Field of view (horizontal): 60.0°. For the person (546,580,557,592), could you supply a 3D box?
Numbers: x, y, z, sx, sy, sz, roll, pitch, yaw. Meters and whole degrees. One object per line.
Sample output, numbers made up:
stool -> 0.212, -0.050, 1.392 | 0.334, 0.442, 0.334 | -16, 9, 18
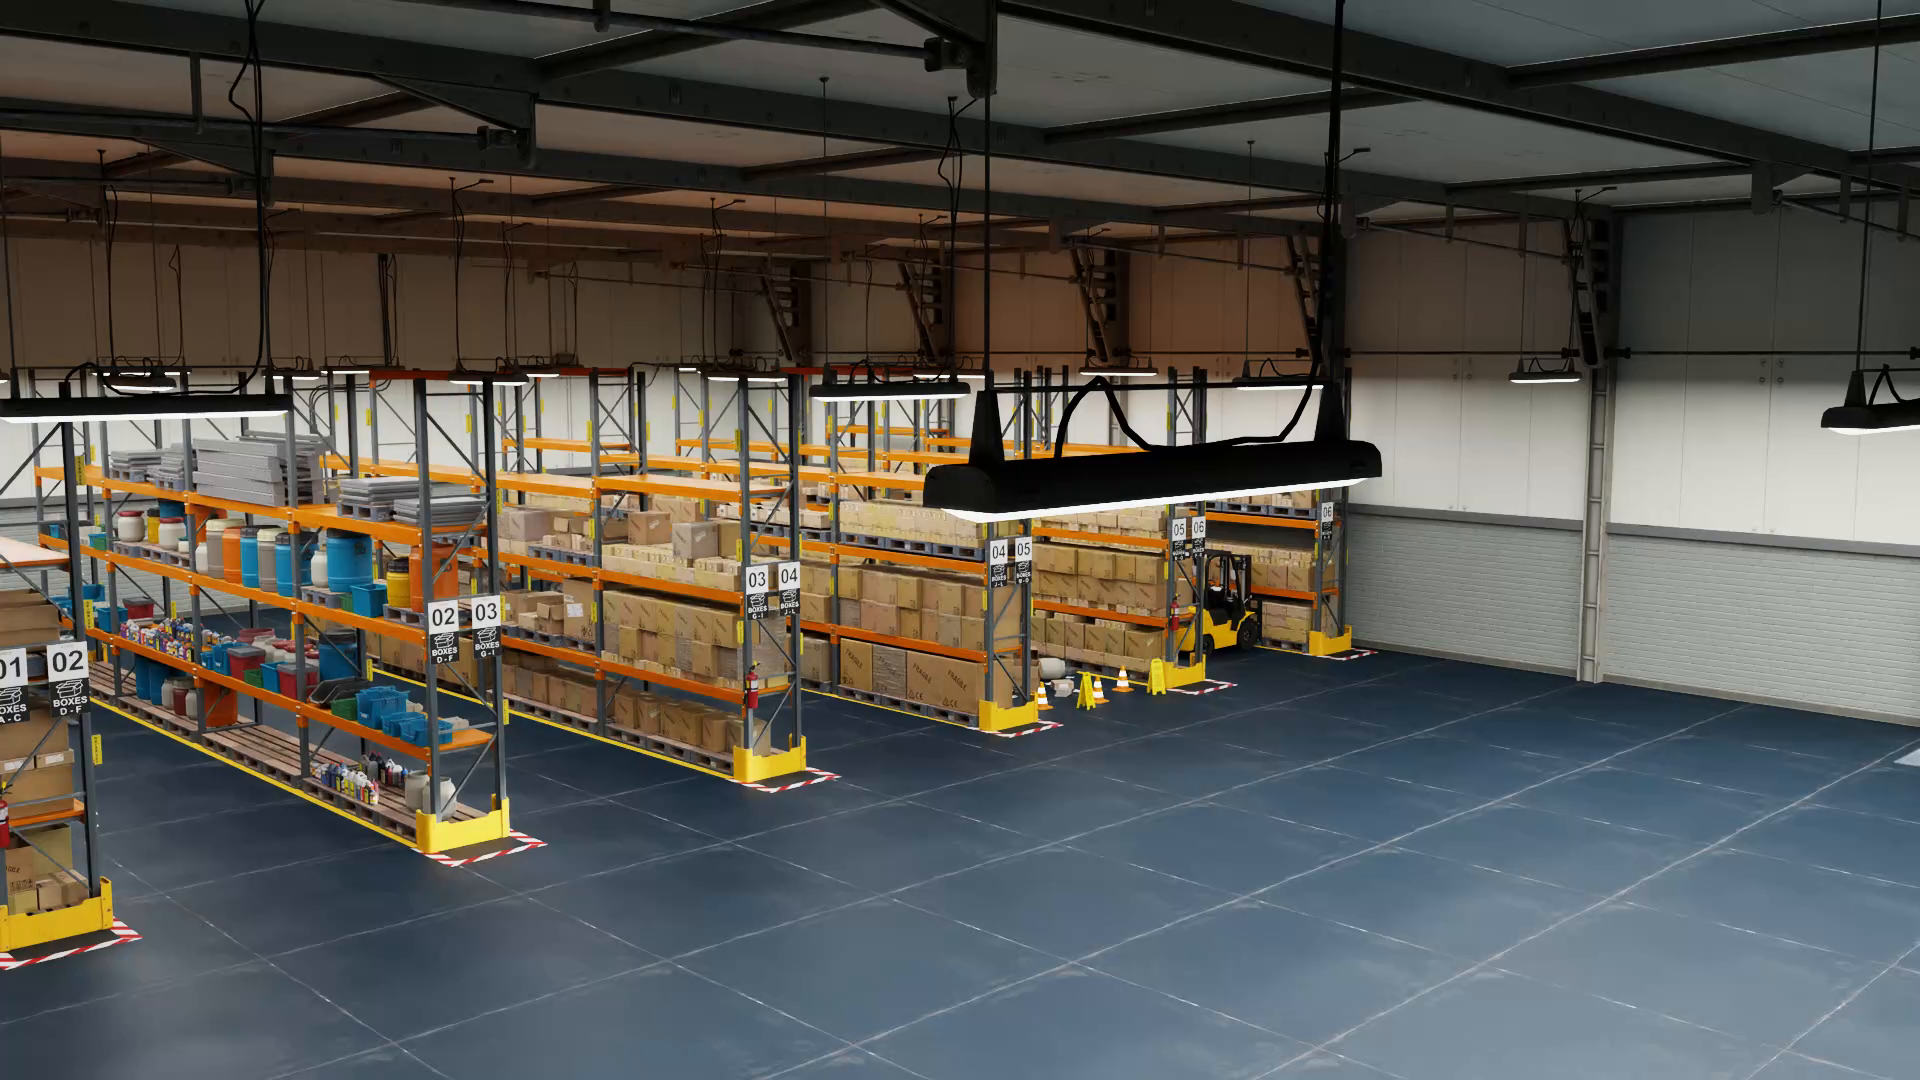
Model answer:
person -> -10.647, 0.735, 42.953 | 0.685, 1.541, 0.857 | 0, 6, 2

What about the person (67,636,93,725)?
person -> -15.014, 2.379, 28.063 | 0.830, 1.593, 0.686 | 6, 9, 41
